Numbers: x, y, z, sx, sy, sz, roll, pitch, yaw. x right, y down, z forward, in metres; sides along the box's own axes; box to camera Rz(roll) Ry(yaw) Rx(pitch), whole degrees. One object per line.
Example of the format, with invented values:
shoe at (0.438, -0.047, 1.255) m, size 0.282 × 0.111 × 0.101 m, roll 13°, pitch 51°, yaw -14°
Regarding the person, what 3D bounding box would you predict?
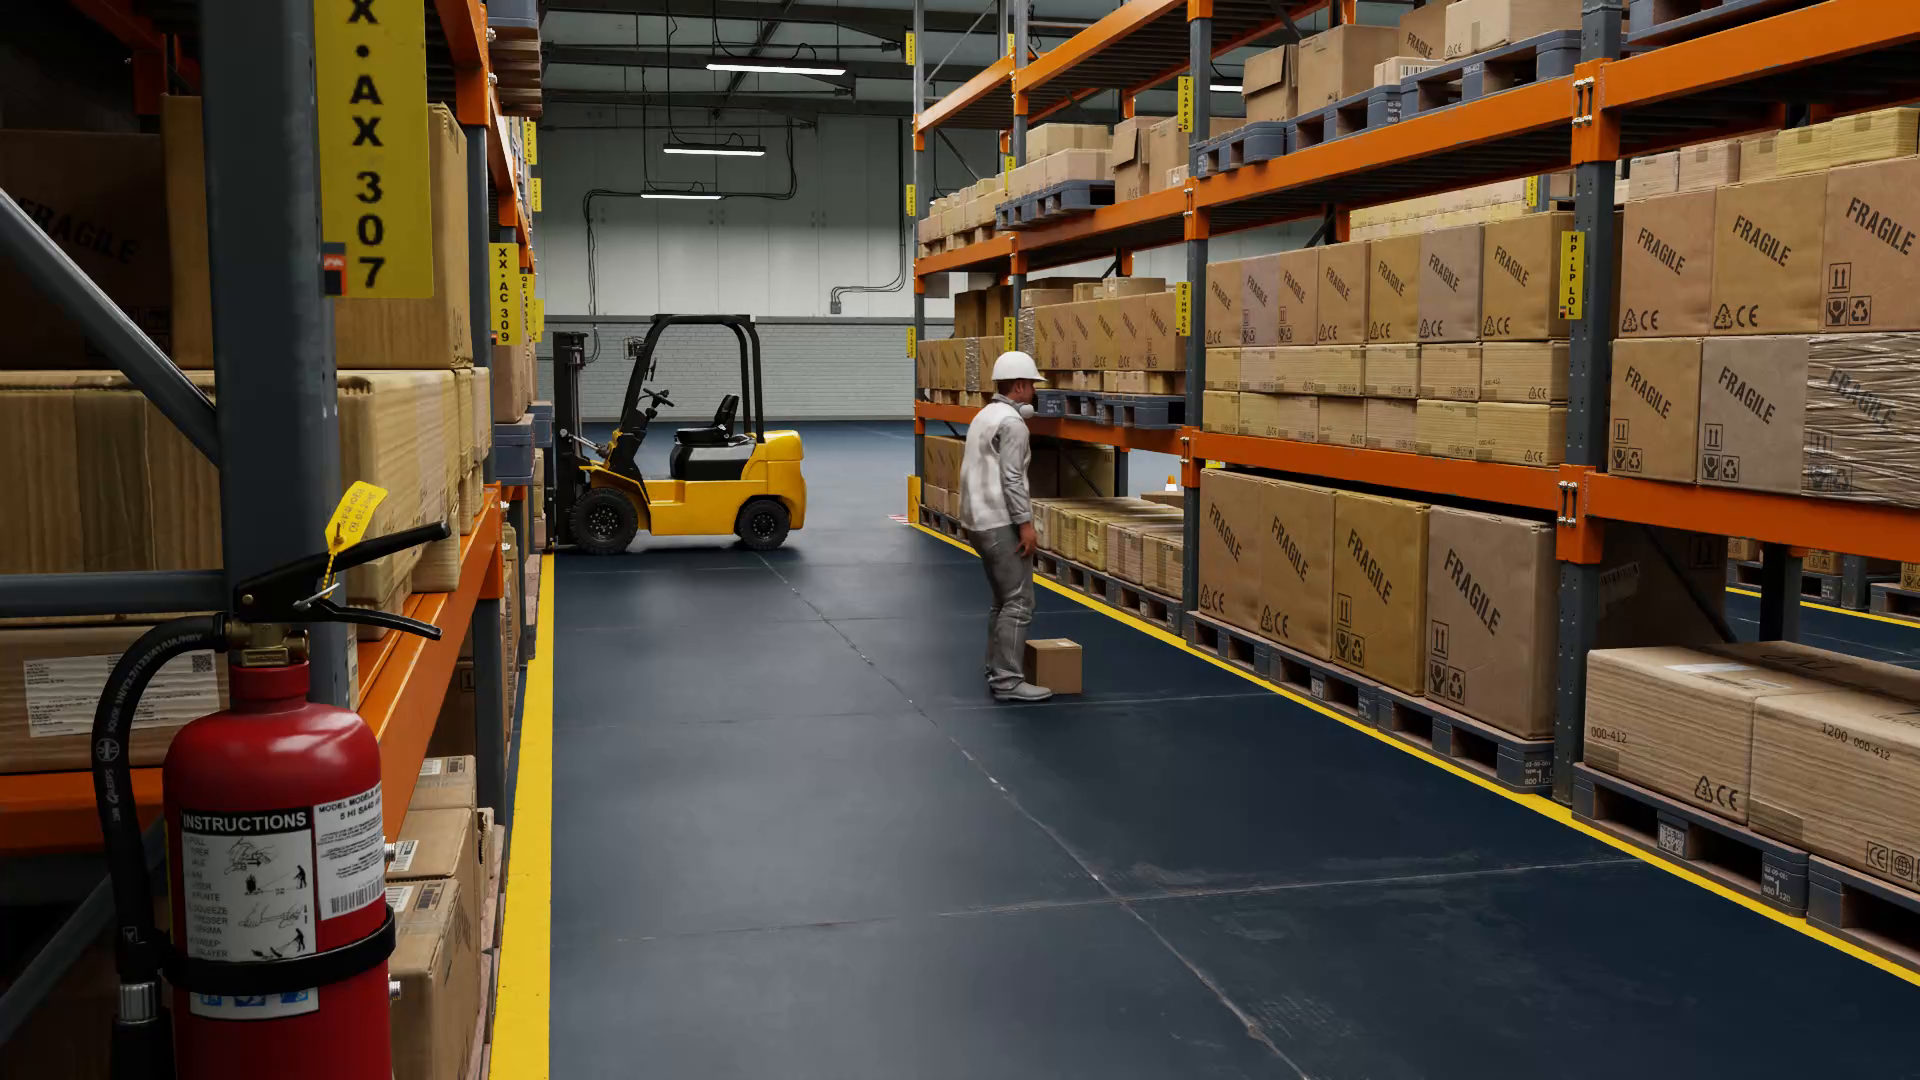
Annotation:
person at (0.237, -0.082, 8.587) m, size 0.473 × 1.771 × 0.582 m, roll -2°, pitch 6°, yaw -16°
